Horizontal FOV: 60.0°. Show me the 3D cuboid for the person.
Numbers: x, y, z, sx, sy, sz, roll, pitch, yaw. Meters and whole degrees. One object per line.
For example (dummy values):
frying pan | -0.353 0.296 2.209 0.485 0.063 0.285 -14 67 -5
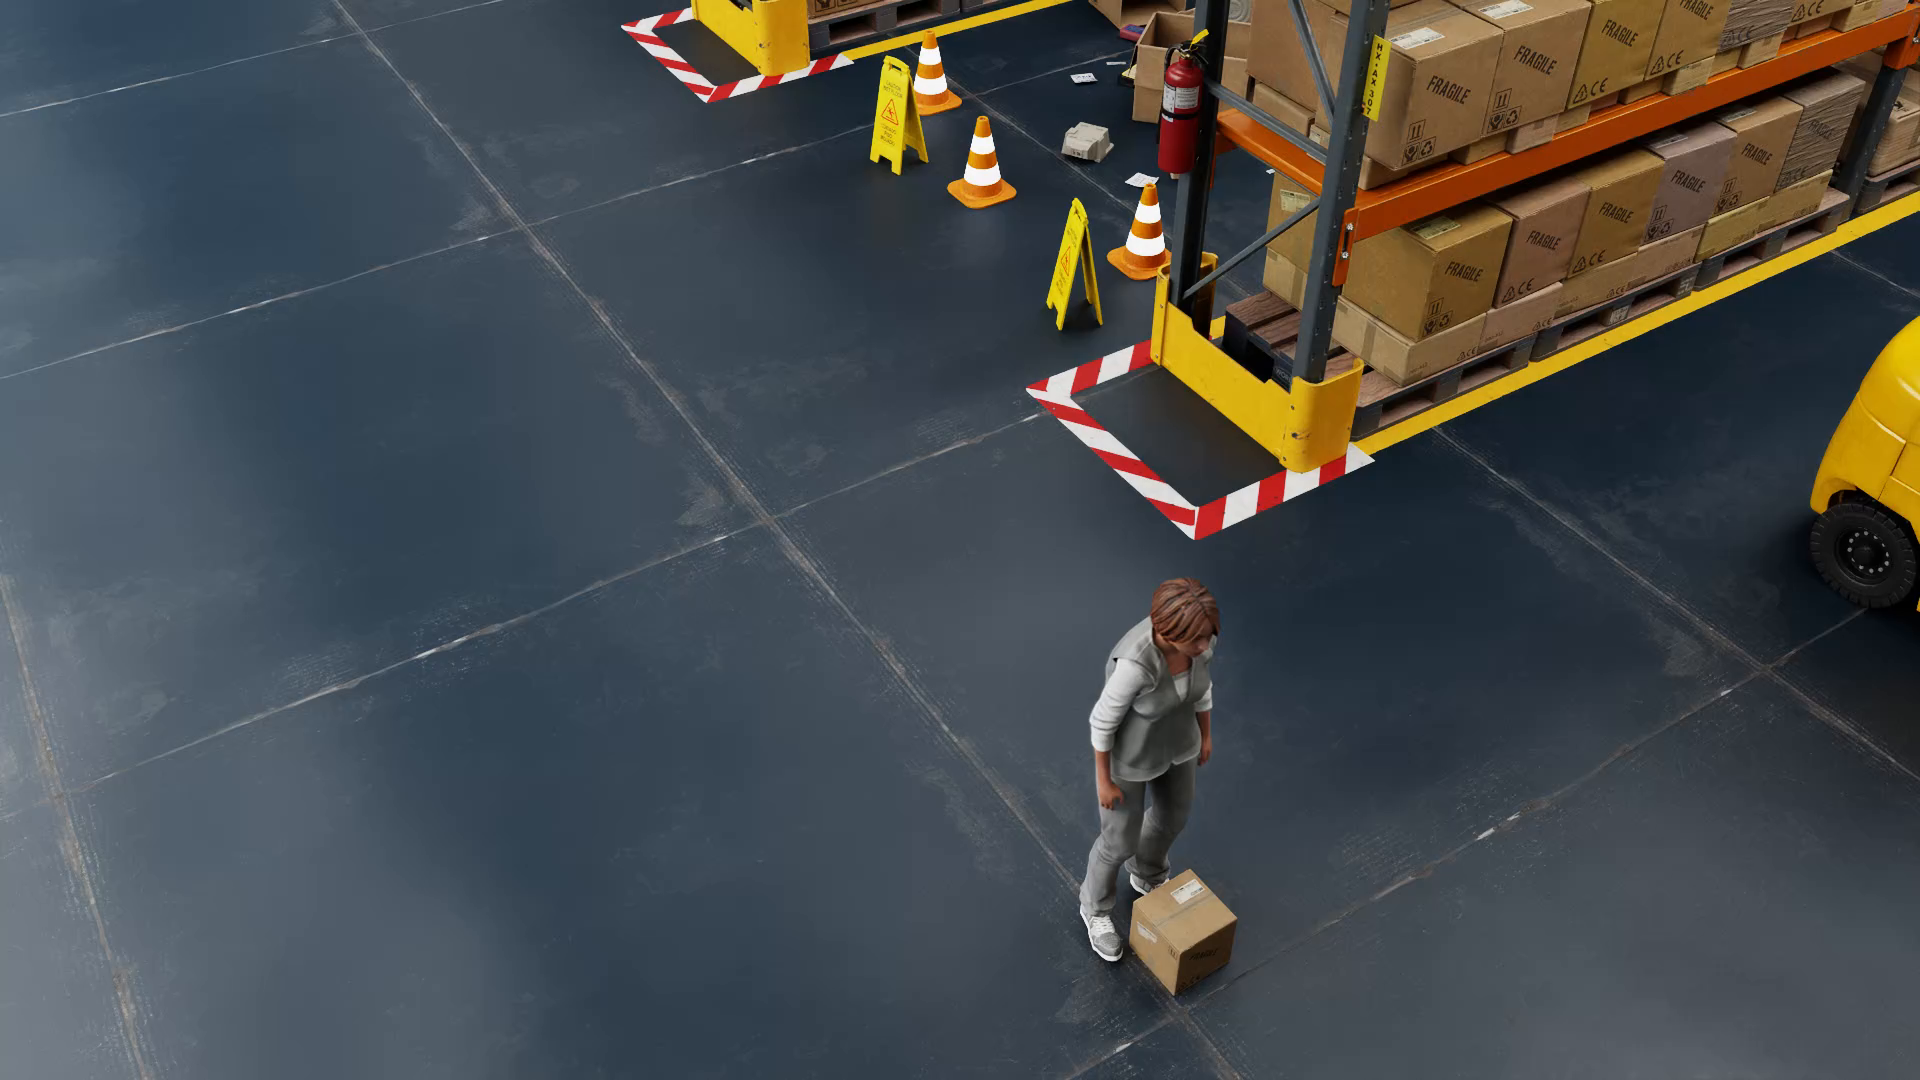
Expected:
person | 0.618 0.701 5.369 0.465 1.593 0.348 -23 46 -24
